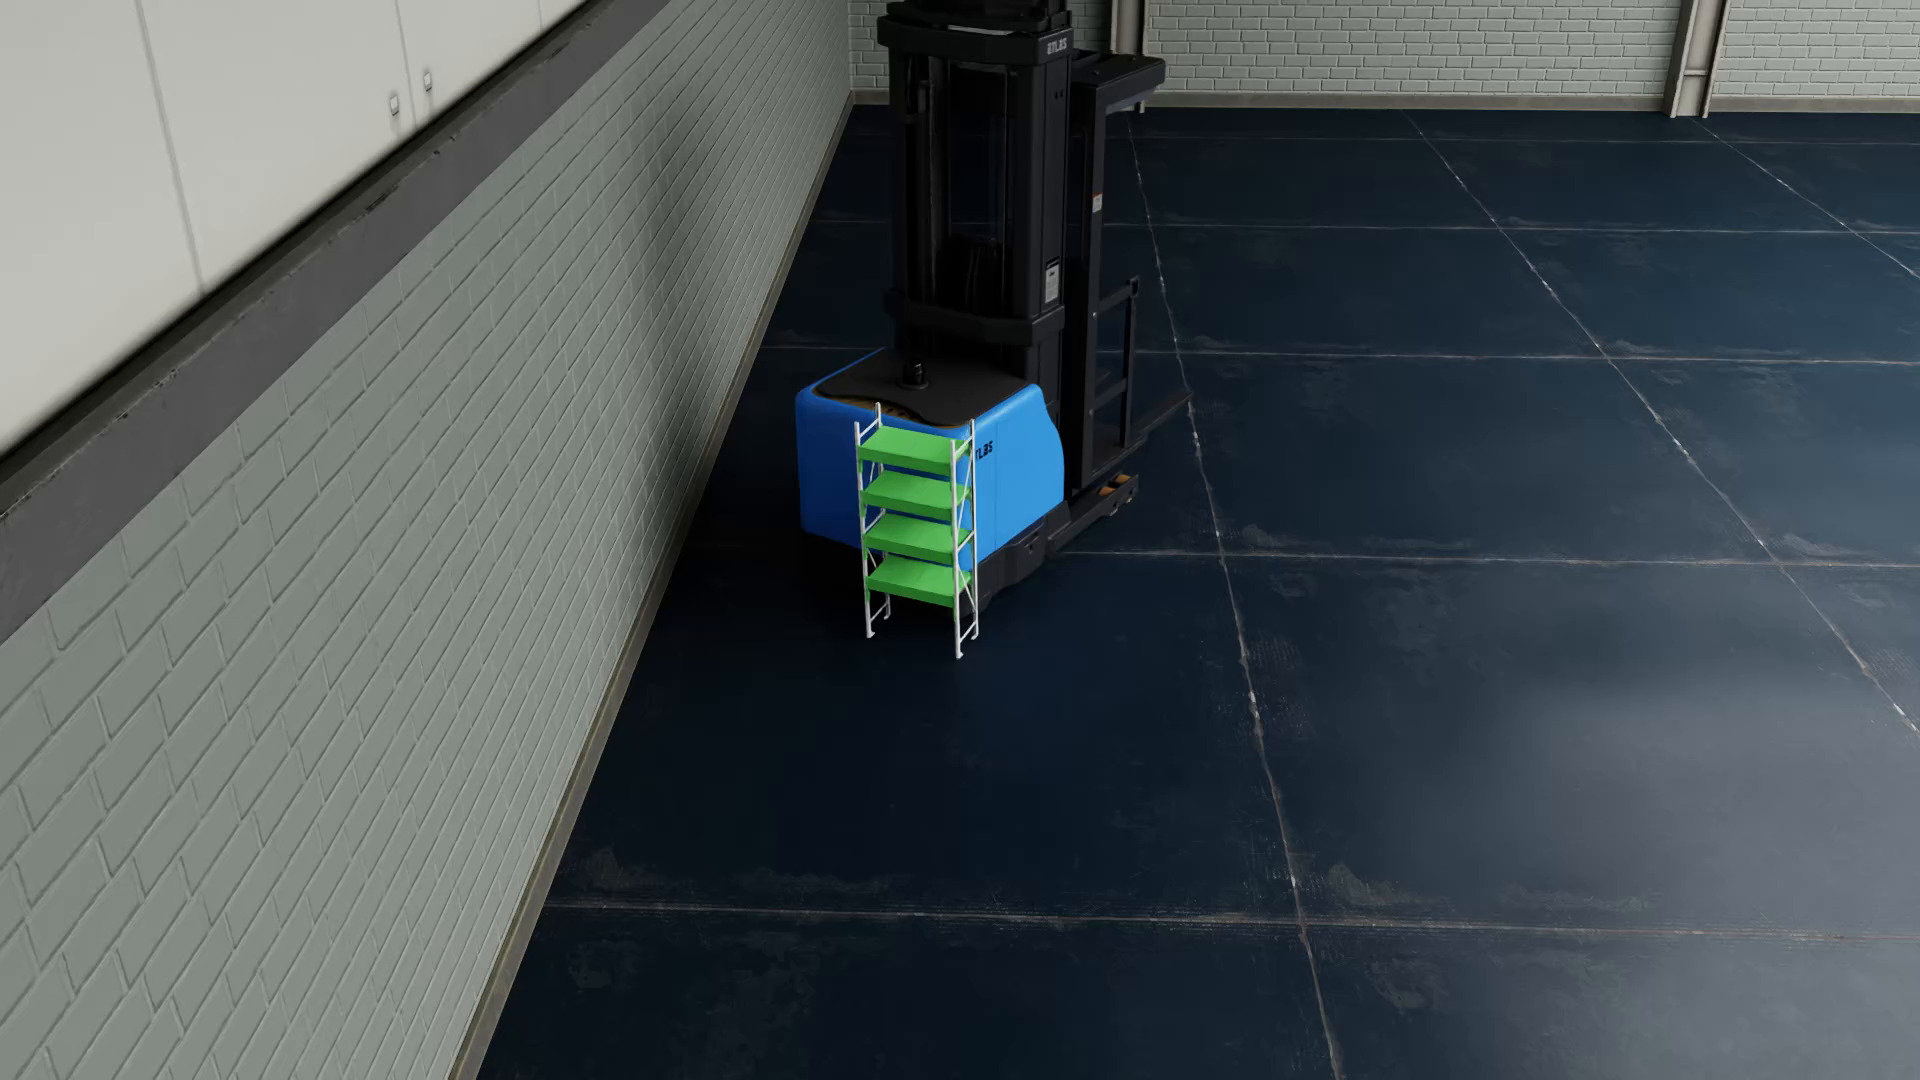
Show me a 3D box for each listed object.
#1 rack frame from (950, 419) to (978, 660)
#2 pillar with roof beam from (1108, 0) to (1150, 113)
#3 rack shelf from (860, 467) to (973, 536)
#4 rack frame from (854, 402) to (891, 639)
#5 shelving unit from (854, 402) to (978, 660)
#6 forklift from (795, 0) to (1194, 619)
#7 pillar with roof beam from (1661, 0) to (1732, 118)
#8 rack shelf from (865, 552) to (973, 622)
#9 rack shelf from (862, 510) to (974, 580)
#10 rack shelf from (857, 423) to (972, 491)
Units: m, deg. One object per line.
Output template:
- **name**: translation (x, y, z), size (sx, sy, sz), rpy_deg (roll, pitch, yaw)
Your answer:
- **rack frame**: translation (0.022, 0.013, 7.931), size (0.015, 1.200, 0.240), rpy_deg (12, 33, 21)
- **pillar with roof beam**: translation (1.643, -6.646, 12.180), size (0.400, 9.000, 9.100), rpy_deg (1, 28, 2)
- **rack shelf**: translation (-0.204, -0.186, 7.930), size (0.480, 0.148, 0.258), rpy_deg (12, 33, 21)
- **rack frame**: translation (-0.423, -0.081, 8.107), size (0.015, 1.200, 0.240), rpy_deg (12, 33, 21)
- **shelving unit**: translation (-0.200, -0.034, 8.019), size (0.503, 1.200, 0.258), rpy_deg (12, 33, 21)
- **forklift**: translation (0.380, -1.542, 9.030), size (1.130, 2.935, 3.031), rpy_deg (17, 32, 29)
- **pillar with roof beam**: translation (7.640, -6.547, 11.992), size (0.400, 9.000, 9.100), rpy_deg (1, 28, 2)
- **rack shelf**: translation (-0.194, 0.228, 8.174), size (0.480, 0.148, 0.258), rpy_deg (12, 33, 21)
- **rack shelf**: translation (-0.199, 0.021, 8.052), size (0.480, 0.148, 0.258), rpy_deg (12, 33, 21)
- **rack shelf**: translation (-0.209, -0.392, 7.808), size (0.480, 0.148, 0.258), rpy_deg (12, 33, 21)
